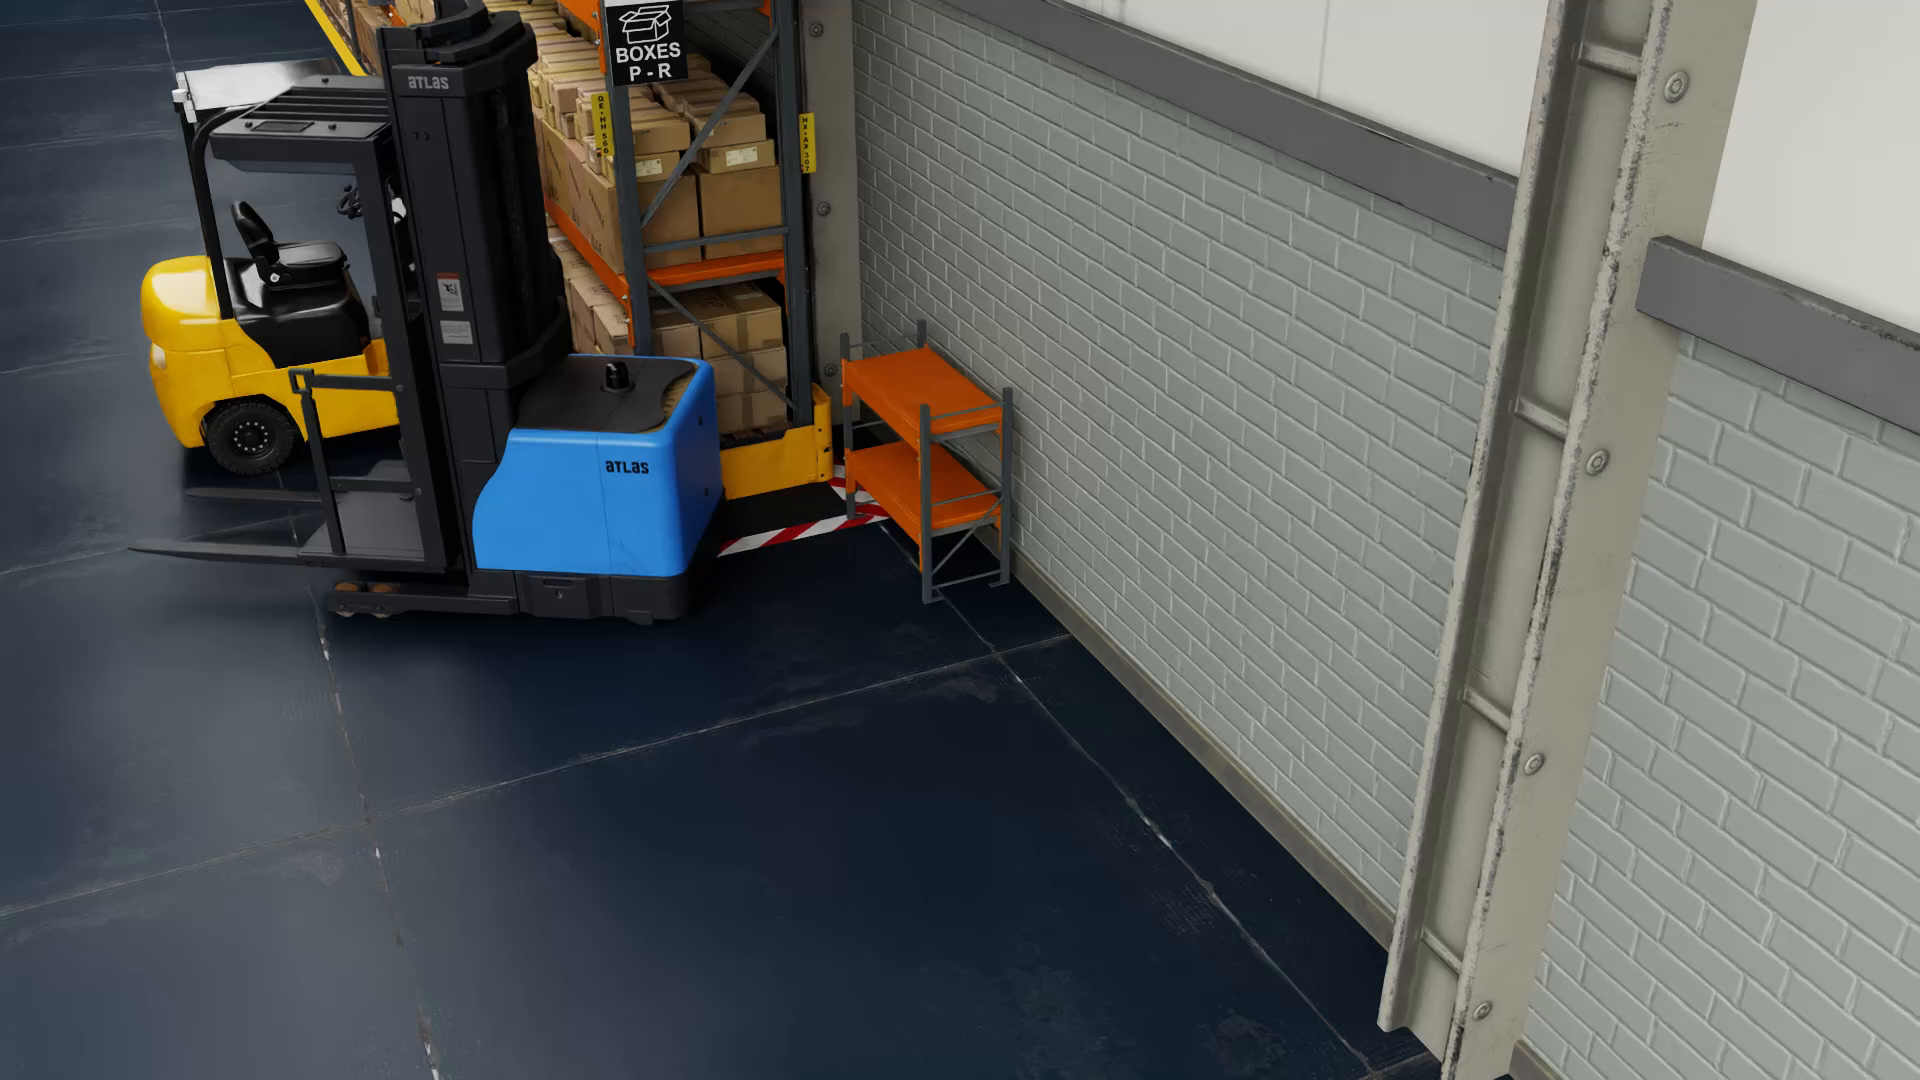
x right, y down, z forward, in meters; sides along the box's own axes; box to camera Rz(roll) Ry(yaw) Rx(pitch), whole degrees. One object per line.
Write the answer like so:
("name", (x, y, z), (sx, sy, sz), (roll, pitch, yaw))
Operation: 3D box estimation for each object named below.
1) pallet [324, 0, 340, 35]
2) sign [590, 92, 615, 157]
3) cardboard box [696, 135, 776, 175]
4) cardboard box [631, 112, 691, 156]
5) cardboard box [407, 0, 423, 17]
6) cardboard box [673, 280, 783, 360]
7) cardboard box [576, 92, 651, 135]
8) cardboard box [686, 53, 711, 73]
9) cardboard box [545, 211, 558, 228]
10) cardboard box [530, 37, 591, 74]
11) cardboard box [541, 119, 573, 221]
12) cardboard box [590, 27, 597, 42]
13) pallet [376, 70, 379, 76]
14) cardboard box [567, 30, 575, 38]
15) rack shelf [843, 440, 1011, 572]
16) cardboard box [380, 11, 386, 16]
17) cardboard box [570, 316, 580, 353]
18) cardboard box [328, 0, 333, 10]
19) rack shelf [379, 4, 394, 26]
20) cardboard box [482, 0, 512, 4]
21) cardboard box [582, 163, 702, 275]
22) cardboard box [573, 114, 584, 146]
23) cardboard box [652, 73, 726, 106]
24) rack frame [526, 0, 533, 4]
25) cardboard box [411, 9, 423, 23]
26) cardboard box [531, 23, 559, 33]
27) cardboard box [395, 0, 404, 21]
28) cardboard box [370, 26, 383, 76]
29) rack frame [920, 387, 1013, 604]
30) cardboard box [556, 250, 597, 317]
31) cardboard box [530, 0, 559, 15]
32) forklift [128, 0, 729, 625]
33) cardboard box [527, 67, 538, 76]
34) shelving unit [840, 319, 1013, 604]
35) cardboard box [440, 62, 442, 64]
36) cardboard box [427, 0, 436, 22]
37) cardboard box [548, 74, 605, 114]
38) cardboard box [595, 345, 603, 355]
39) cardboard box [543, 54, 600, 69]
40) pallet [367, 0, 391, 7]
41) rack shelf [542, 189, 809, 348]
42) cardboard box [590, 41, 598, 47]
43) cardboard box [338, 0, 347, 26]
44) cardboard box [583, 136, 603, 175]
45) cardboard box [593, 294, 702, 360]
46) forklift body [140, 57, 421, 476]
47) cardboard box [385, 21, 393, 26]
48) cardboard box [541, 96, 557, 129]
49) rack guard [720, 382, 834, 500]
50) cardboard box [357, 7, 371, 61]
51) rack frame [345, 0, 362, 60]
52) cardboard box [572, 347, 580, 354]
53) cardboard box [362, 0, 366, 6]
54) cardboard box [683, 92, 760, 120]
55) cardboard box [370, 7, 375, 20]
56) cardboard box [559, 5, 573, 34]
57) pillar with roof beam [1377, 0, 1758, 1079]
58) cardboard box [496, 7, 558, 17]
("pallet", (-7.316, -6.567, 20.745), (1.003, 0.211, 1.213), (-13, 32, -22))
("sign", (-1.838, -2.139, 8.572), (0.100, 0.325, 0.005), (-13, 32, -22))
("cardboard box", (-1.254, -2.170, 9.287), (0.380, 0.149, 0.250), (-14, 32, -23))
("cardboard box", (-1.687, -2.209, 9.053), (0.380, 0.149, 0.250), (-13, 32, -22))
("cardboard box", (-4.385, -4.622, 14.067), (0.500, 0.250, 0.500), (-14, 32, -23))
("cardboard box", (-1.378, -1.311, 9.881), (0.500, 0.250, 0.500), (-14, 32, -23))
("cardboard box", (-1.957, -2.421, 9.432), (0.380, 0.149, 0.250), (-12, 32, -21))
("cardboard box", (-1.754, -2.885, 10.258), (0.380, 0.149, 0.250), (-14, 32, -23))
("cardboard box", (-2.701, -2.101, 11.289), (0.500, 0.250, 0.500), (-12, 31, -20))
("cardboard box", (-2.566, -3.107, 10.654), (0.380, 0.149, 0.250), (-13, 32, -22))
("cardboard box", (-2.226, -2.302, 10.186), (0.500, 0.500, 0.500), (-14, 32, -23))
("cardboard box", (-2.290, -3.453, 11.272), (0.380, 0.149, 0.250), (-14, 32, -23))
("pallet", (-5.583, -4.832, 17.652), (1.003, 0.211, 1.213), (-13, 32, -22))
("cardboard box", (-2.551, -3.541, 11.732), (0.380, 0.149, 0.250), (-14, 32, -23))
("rack shelf", (-0.191, -0.227, 9.004), (0.538, 0.278, 1.000), (-14, 32, -23))
("cardboard box", (-5.821, -5.424, 17.320), (0.380, 0.149, 0.250), (-13, 32, -22))
("cardboard box", (-2.280, -1.438, 10.618), (0.500, 0.250, 0.500), (-14, 32, -23))
("cardboard box", (-7.566, -6.869, 20.559), (0.500, 0.500, 0.500), (-12, 32, -21))
("rack shelf", (-5.635, -5.742, 17.159), (1.077, 0.370, 4.000), (-13, 32, -22))
("cardboard box", (-3.534, -3.947, 12.456), (0.380, 0.149, 0.250), (-14, 32, -23))
("cardboard box", (-1.791, -1.845, 9.371), (0.500, 0.500, 0.500), (-14, 32, -23))
("cardboard box", (-2.033, -2.406, 9.708), (0.380, 0.149, 0.250), (-13, 32, -22))
("cardboard box", (-1.594, -2.637, 9.817), (0.380, 0.149, 0.250), (-13, 32, -22))
("rack frame", (-3.060, -3.406, 12.257), (1.000, 3.000, 0.127), (-13, 32, -22))
("cardboard box", (-4.368, -4.411, 14.202), (0.500, 0.250, 0.500), (-14, 32, -24))
("cardboard box", (-2.862, -3.316, 11.028), (0.380, 0.149, 0.250), (-12, 32, -21))
("cardboard box", (-4.807, -4.860, 15.004), (0.500, 0.250, 0.500), (-13, 32, -22))
("cardboard box", (-5.825, -5.087, 17.381), (0.500, 0.500, 0.500), (-14, 32, -24))
("rack frame", (0.033, -0.217, 8.486), (0.500, 1.125, 0.032), (-14, 32, -23))
("cardboard box", (-2.272, -1.642, 10.471), (0.500, 0.250, 0.500), (-13, 32, -21))
("cardboard box", (-3.017, -3.933, 12.431), (0.380, 0.149, 0.250), (-14, 32, -23))
("forklift", (-2.829, -1.135, 8.277), (3.031, 2.935, 1.130), (3, 29, 5))
("cardboard box", (-2.637, -2.965, 10.705), (0.380, 0.149, 0.250), (-14, 32, -24))
("shelving unit", (-0.191, -0.440, 8.884), (0.538, 1.125, 1.048), (-14, 32, -23))
("cardboard box", (-3.919, -3.955, 13.389), (0.500, 0.250, 0.500), (-13, 32, -22))
("cardboard box", (-3.943, -4.174, 13.270), (0.500, 0.250, 0.500), (-12, 32, -21))
("cardboard box", (-2.209, -2.639, 9.819), (0.380, 0.149, 0.250), (-12, 32, -21))
("cardboard box", (-1.834, -0.990, 9.820), (0.500, 0.250, 0.500), (-14, 32, -23))
("cardboard box", (-2.350, -2.885, 10.259), (0.380, 0.149, 0.250), (-13, 32, -21))
("pallet", (-5.131, -5.374, 15.963), (1.213, 0.211, 1.003), (-13, 32, -22))
("rack shelf", (-2.201, -2.209, 10.857), (1.077, 0.370, 4.000), (-13, 32, -22))
("cardboard box", (-2.299, -3.316, 11.331), (0.380, 0.149, 0.250), (-13, 32, -22))
("cardboard box", (-7.152, -6.272, 19.735), (0.396, 0.266, 0.258), (-12, 31, -20))
("cardboard box", (-1.881, -2.166, 9.281), (0.380, 0.149, 0.250), (-13, 32, -21))
("cardboard box", (-1.822, -1.197, 9.677), (0.500, 0.250, 0.500), (-12, 31, -20))
("forklift body", (-3.804, -1.723, 10.124), (2.313, 2.155, 1.214), (-13, 32, -22))
("cardboard box", (-5.616, -5.189, 16.901), (0.380, 0.149, 0.250), (-14, 32, -23))
("cardboard box", (-2.317, -2.621, 10.092), (0.380, 0.149, 0.250), (-13, 32, -22))
("rack guard", (-1.332, -0.538, 9.698), (1.175, 0.500, 0.348), (-13, 32, -22))
("cardboard box", (-6.252, -5.539, 18.187), (0.500, 0.500, 0.500), (-14, 32, -23))
("rack frame", (-6.494, -6.940, 18.559), (1.000, 3.000, 0.127), (-13, 32, -22))
("cardboard box", (-2.241, -1.208, 10.720), (0.500, 0.250, 0.500), (-13, 32, -21))
("cardboard box", (-6.392, -5.995, 18.338), (0.380, 0.149, 0.250), (-14, 32, -23))
("cardboard box", (-1.351, -2.419, 9.427), (0.380, 0.149, 0.250), (-12, 31, -20))
("cardboard box", (-6.068, -5.648, 17.718), (0.380, 0.149, 0.250), (-13, 32, -22))
("cardboard box", (-2.579, -3.665, 11.649), (0.380, 0.149, 0.250), (-14, 32, -23))
("pillar with roof beam", (-2.140, -1.198, 2.186), (9.100, 9.000, 0.400), (-13, 32, -22))
("cardboard box", (-2.981, -3.566, 11.473), (0.380, 0.149, 0.250), (-13, 32, -21))
